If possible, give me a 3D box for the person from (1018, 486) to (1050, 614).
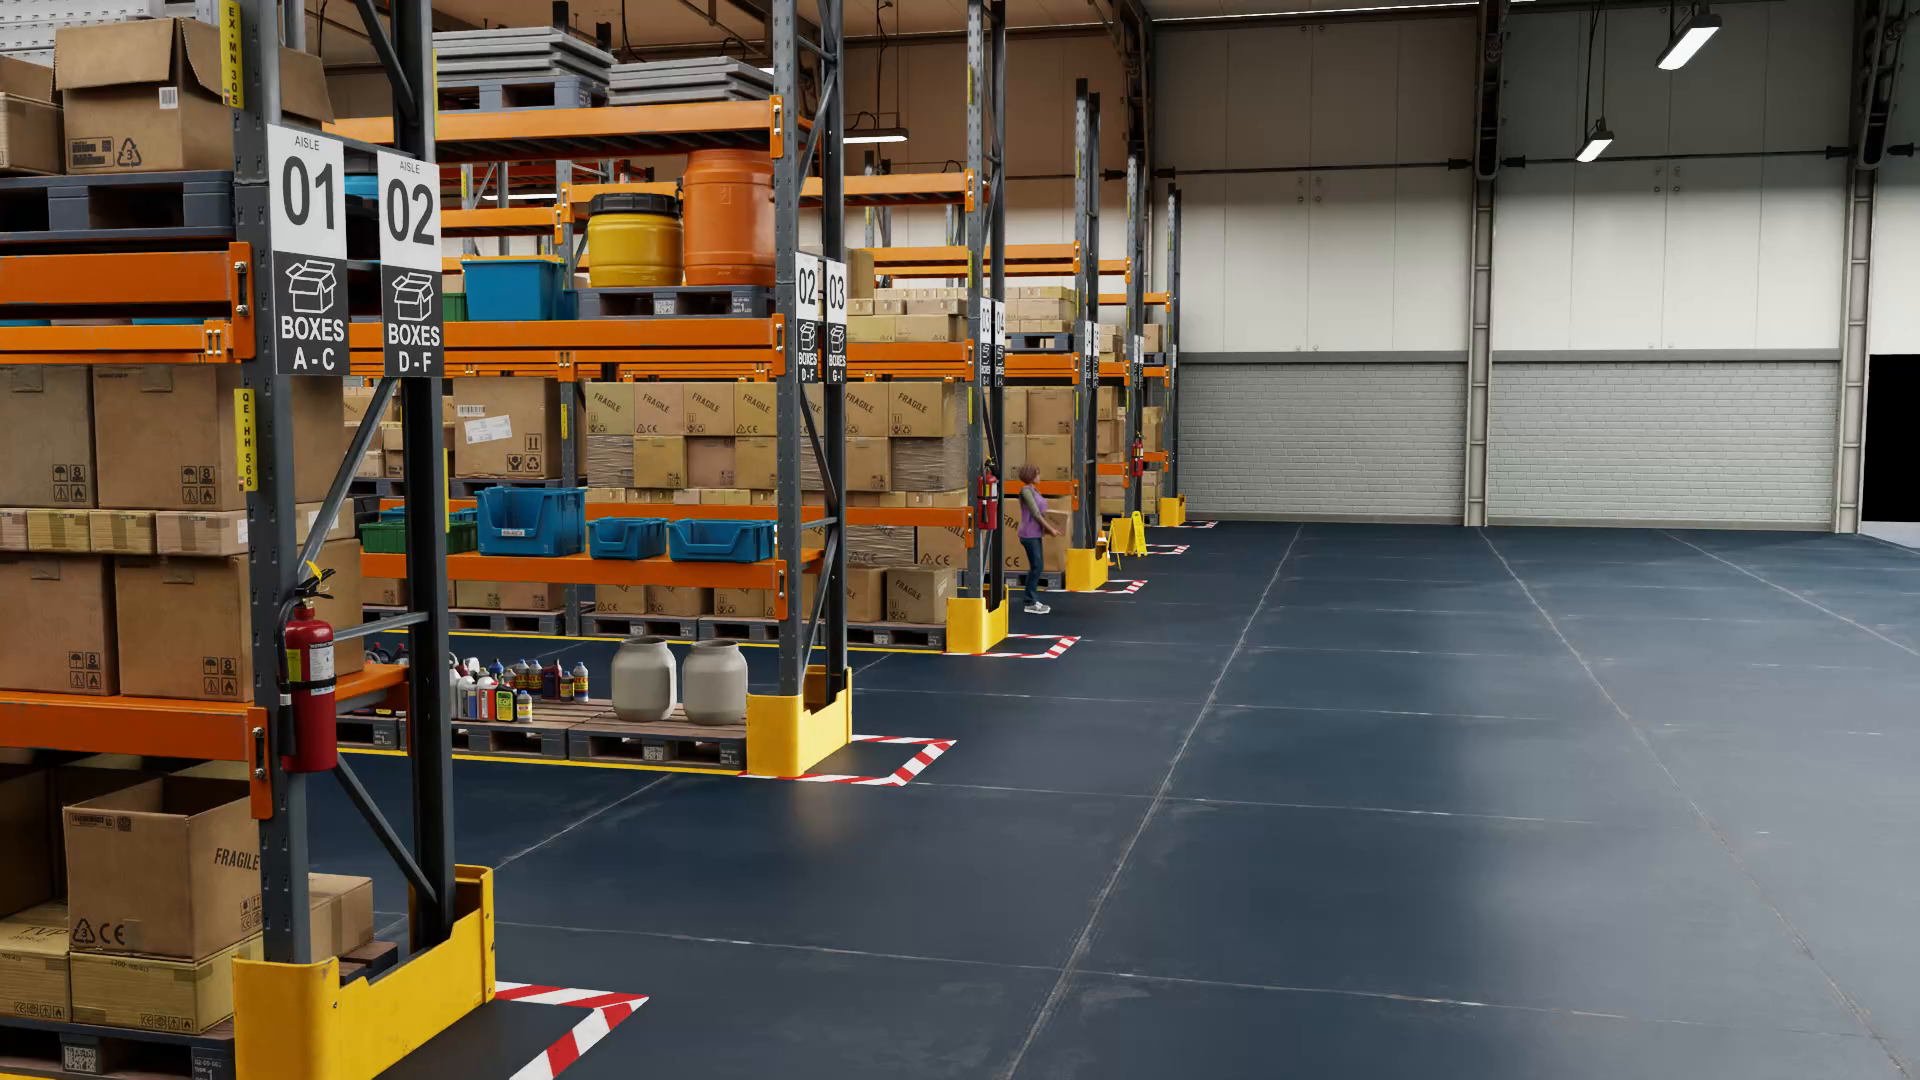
[{"bbox_3d":[0.802,0.098,17.839,0.362,1.367,0.351,1,5,14],"label":"person"}]
